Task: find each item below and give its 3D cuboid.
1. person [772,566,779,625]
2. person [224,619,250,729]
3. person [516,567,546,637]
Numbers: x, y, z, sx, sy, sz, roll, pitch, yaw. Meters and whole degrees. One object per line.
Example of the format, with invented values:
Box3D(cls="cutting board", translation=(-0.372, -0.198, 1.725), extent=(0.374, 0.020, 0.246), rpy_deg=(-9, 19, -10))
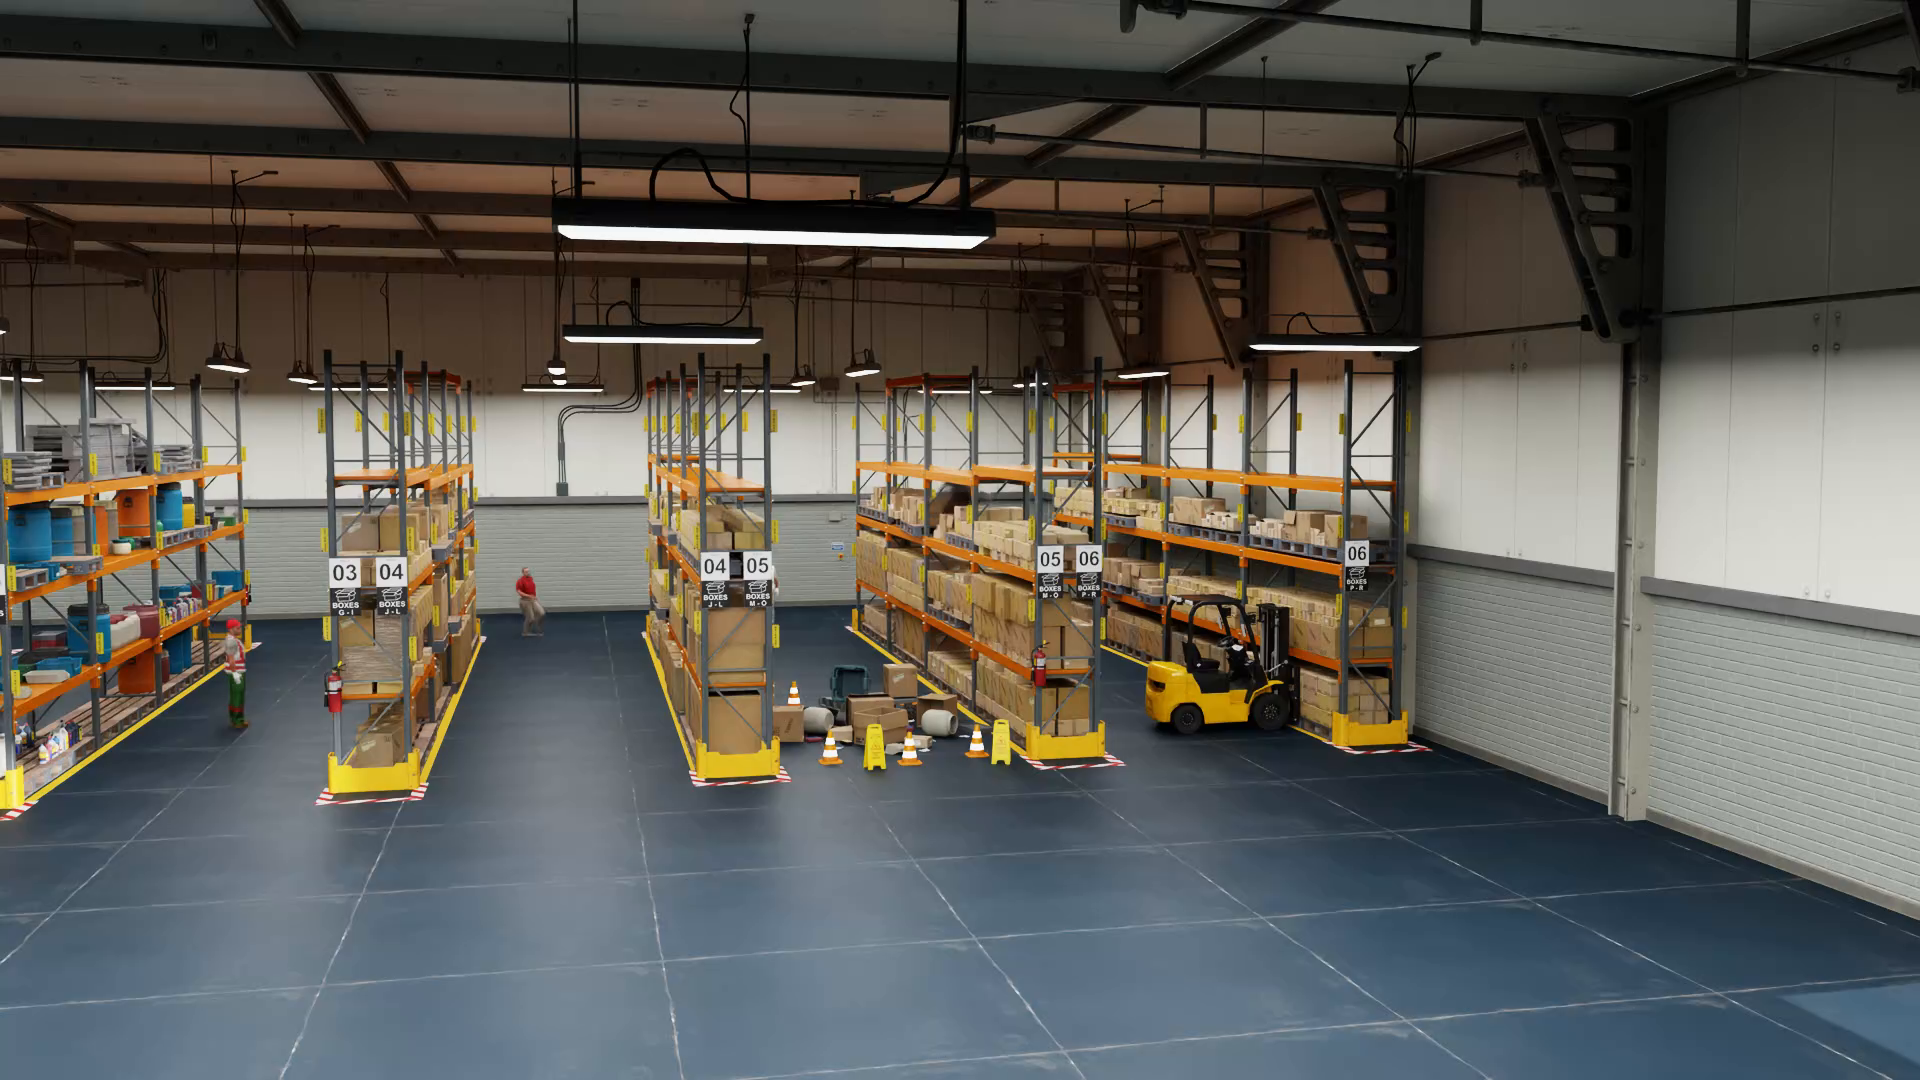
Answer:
Box3D(cls="person", translation=(-4.799, 1.253, 41.197), extent=(0.605, 1.799, 0.502), rpy_deg=(1, 4, 11))
Box3D(cls="person", translation=(-11.935, 2.196, 27.461), extent=(0.407, 1.796, 0.563), rpy_deg=(-3, 5, -33))
Box3D(cls="person", translation=(-10.081, 1.486, 39.046), extent=(0.604, 1.719, 0.744), rpy_deg=(2, 4, 24))
